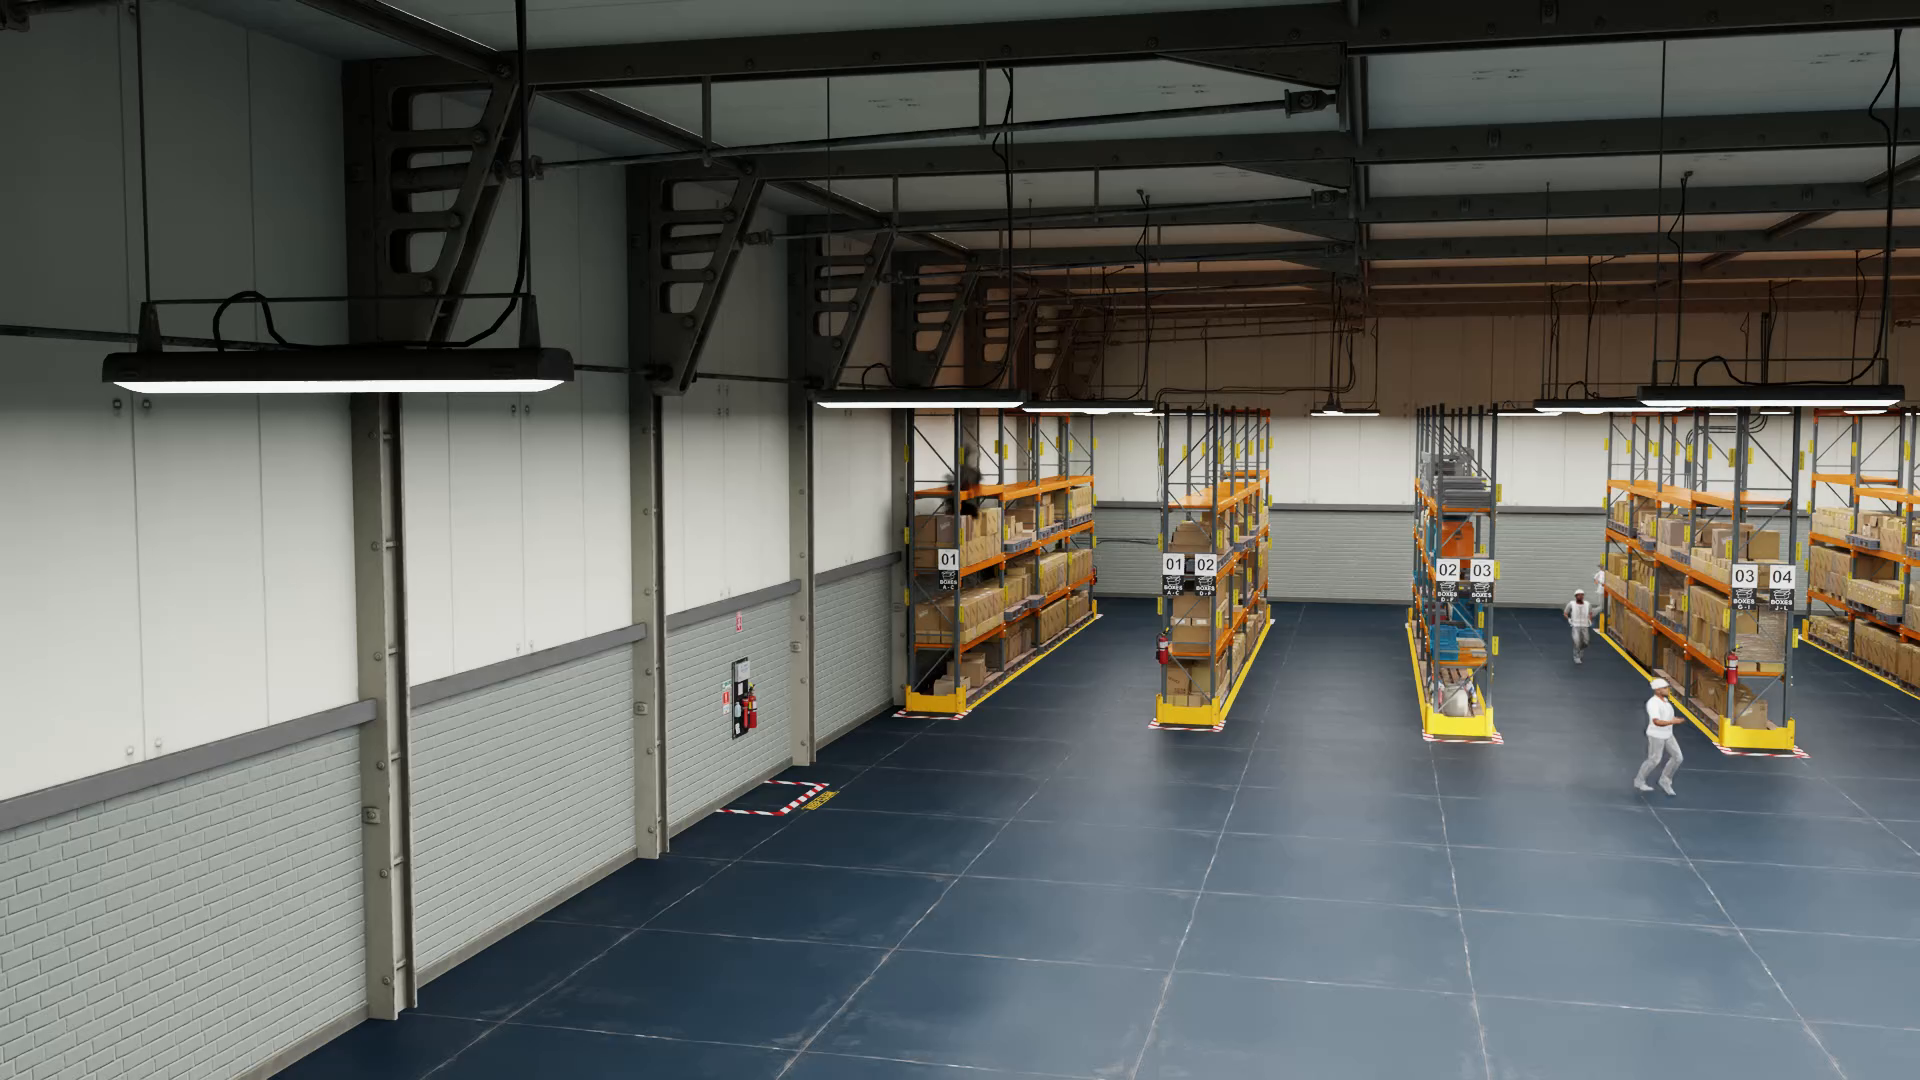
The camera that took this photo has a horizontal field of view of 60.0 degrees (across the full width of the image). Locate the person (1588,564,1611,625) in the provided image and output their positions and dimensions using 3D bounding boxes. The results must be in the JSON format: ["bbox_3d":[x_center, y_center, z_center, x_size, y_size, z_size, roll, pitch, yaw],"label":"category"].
[{"bbox_3d":[17.734,1.475,45.797,0.941,1.765,0.668,2,4,20],"label":"person"}]

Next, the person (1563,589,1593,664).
[{"bbox_3d":[14.490,2.021,38.947,0.679,1.732,0.623,1,4,7],"label":"person"}]

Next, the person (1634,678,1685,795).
[{"bbox_3d":[10.668,3.008,25.291,0.684,1.816,0.731,-4,6,-44],"label":"person"}]

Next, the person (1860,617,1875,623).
[{"bbox_3d":[24.187,1.682,44.139,0.620,1.657,0.616,0,4,1],"label":"person"}]
